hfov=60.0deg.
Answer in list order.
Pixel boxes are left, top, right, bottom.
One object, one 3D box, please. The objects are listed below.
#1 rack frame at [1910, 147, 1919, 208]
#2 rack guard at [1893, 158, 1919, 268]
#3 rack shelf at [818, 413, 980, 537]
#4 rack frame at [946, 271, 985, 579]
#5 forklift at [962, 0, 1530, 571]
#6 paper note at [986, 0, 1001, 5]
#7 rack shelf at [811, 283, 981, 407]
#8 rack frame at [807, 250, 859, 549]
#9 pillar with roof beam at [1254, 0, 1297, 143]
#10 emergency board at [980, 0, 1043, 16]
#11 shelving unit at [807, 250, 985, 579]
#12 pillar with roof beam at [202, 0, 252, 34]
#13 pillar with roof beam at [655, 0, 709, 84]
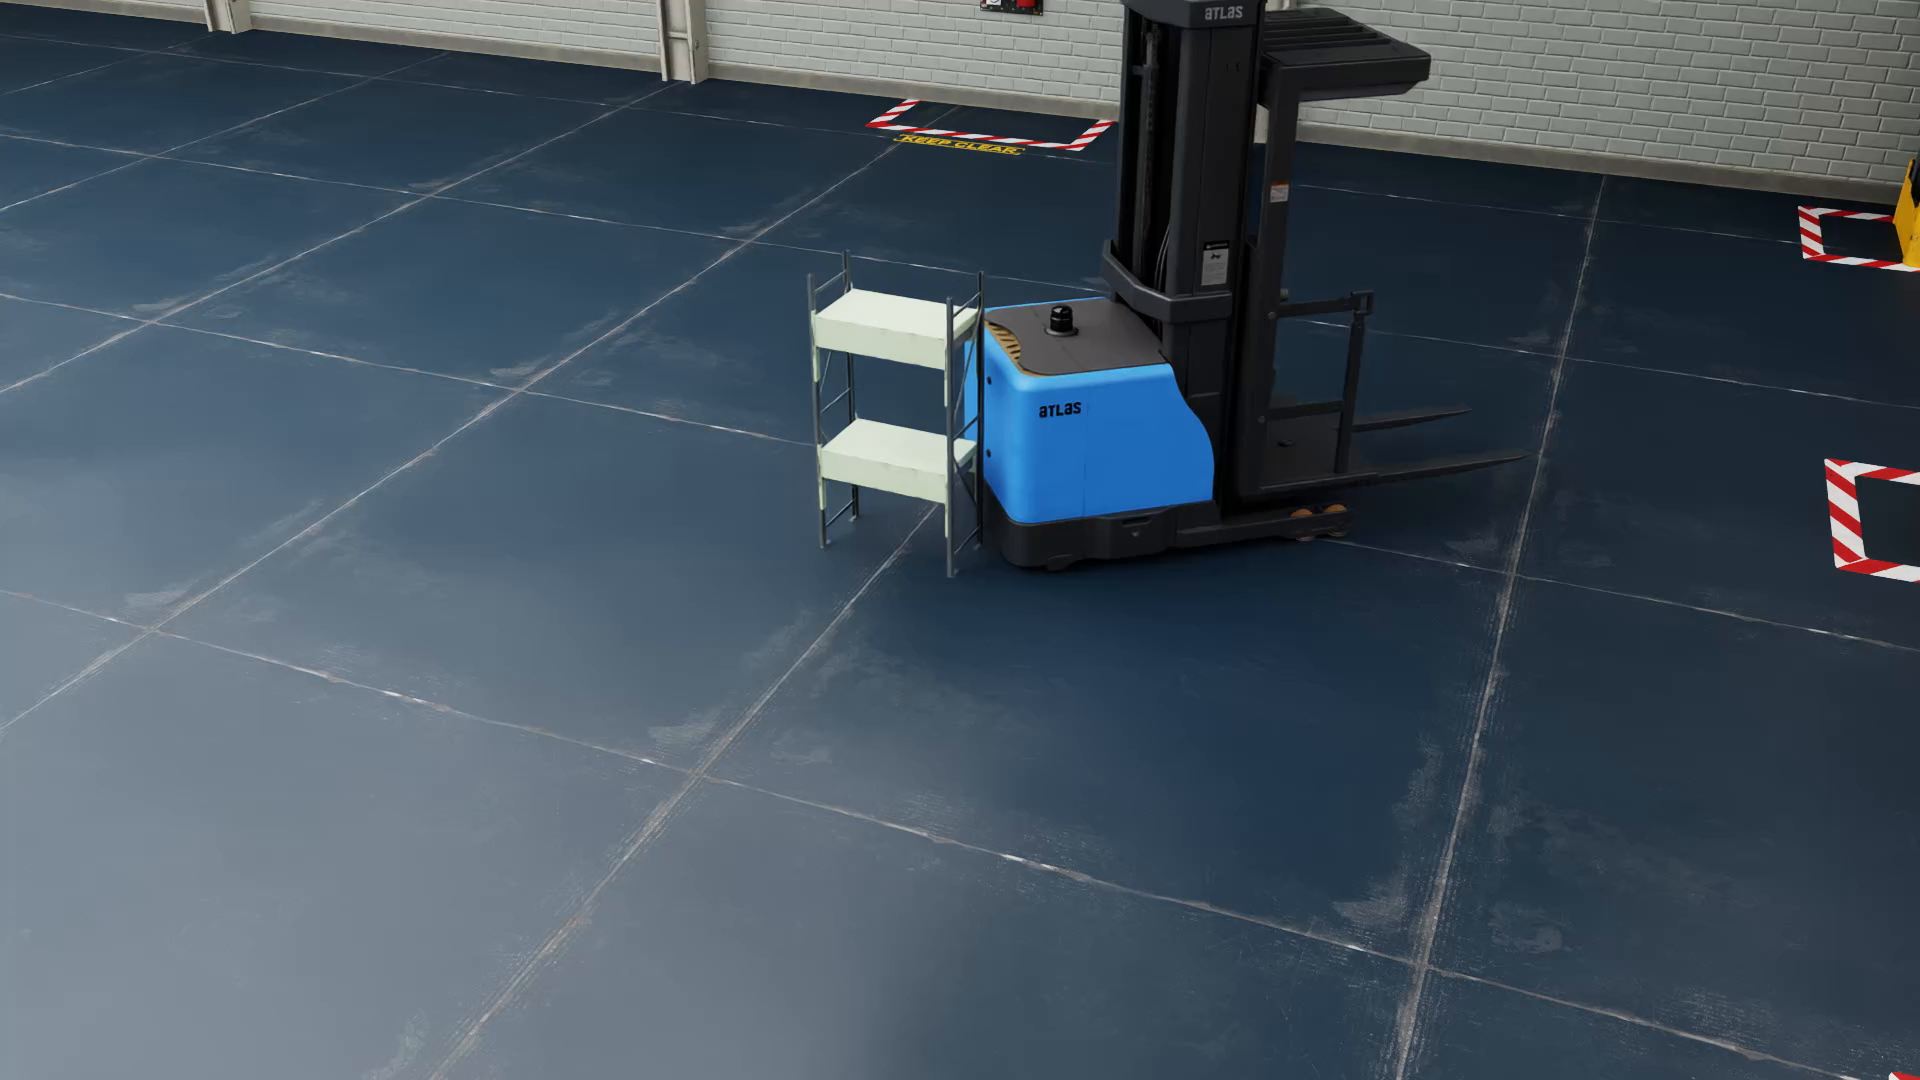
[{"bbox_3d":[7.318,-3.587,12.048,0.127,3.000,1.000,11,31,19],"label":"rack frame"},{"bbox_3d":[7.388,-2.485,12.638,0.348,0.500,1.175,11,31,19],"label":"rack guard"},{"bbox_3d":[-0.305,-0.338,8.486,0.720,0.370,0.431,13,32,21],"label":"rack shelf"},{"bbox_3d":[0.029,-0.547,8.194,0.023,1.500,0.400,13,32,21],"label":"rack frame"},{"bbox_3d":[1.586,-1.511,8.444,3.031,2.935,1.130,-8,30,-13],"label":"forklift"},{"bbox_3d":[0.318,-5.117,15.650,0.142,0.148,0.016,11,31,19],"label":"paper note"},{"bbox_3d":[-0.305,-0.961,8.134,0.720,0.370,0.431,13,32,21],"label":"rack shelf"},{"bbox_3d":[-0.638,-0.696,8.457,0.023,1.500,0.400,13,32,21],"label":"rack frame"},{"bbox_3d":[1.114,-5.611,9.531,0.400,9.000,9.100,11,31,19],"label":"pillar with roof beam"},{"bbox_3d":[0.457,-5.437,15.320,0.643,1.169,0.194,11,31,19],"label":"emergency board"},{"bbox_3d":[-0.305,-0.622,8.326,0.755,1.500,0.431,13,32,21],"label":"shelving unit"},{"bbox_3d":[-10.006,-7.831,13.459,0.400,9.000,9.100,11,31,19],"label":"pillar with roof beam"},{"bbox_3d":[-4.446,-6.721,11.495,0.400,9.000,9.100,11,31,19],"label":"pillar with roof beam"}]
